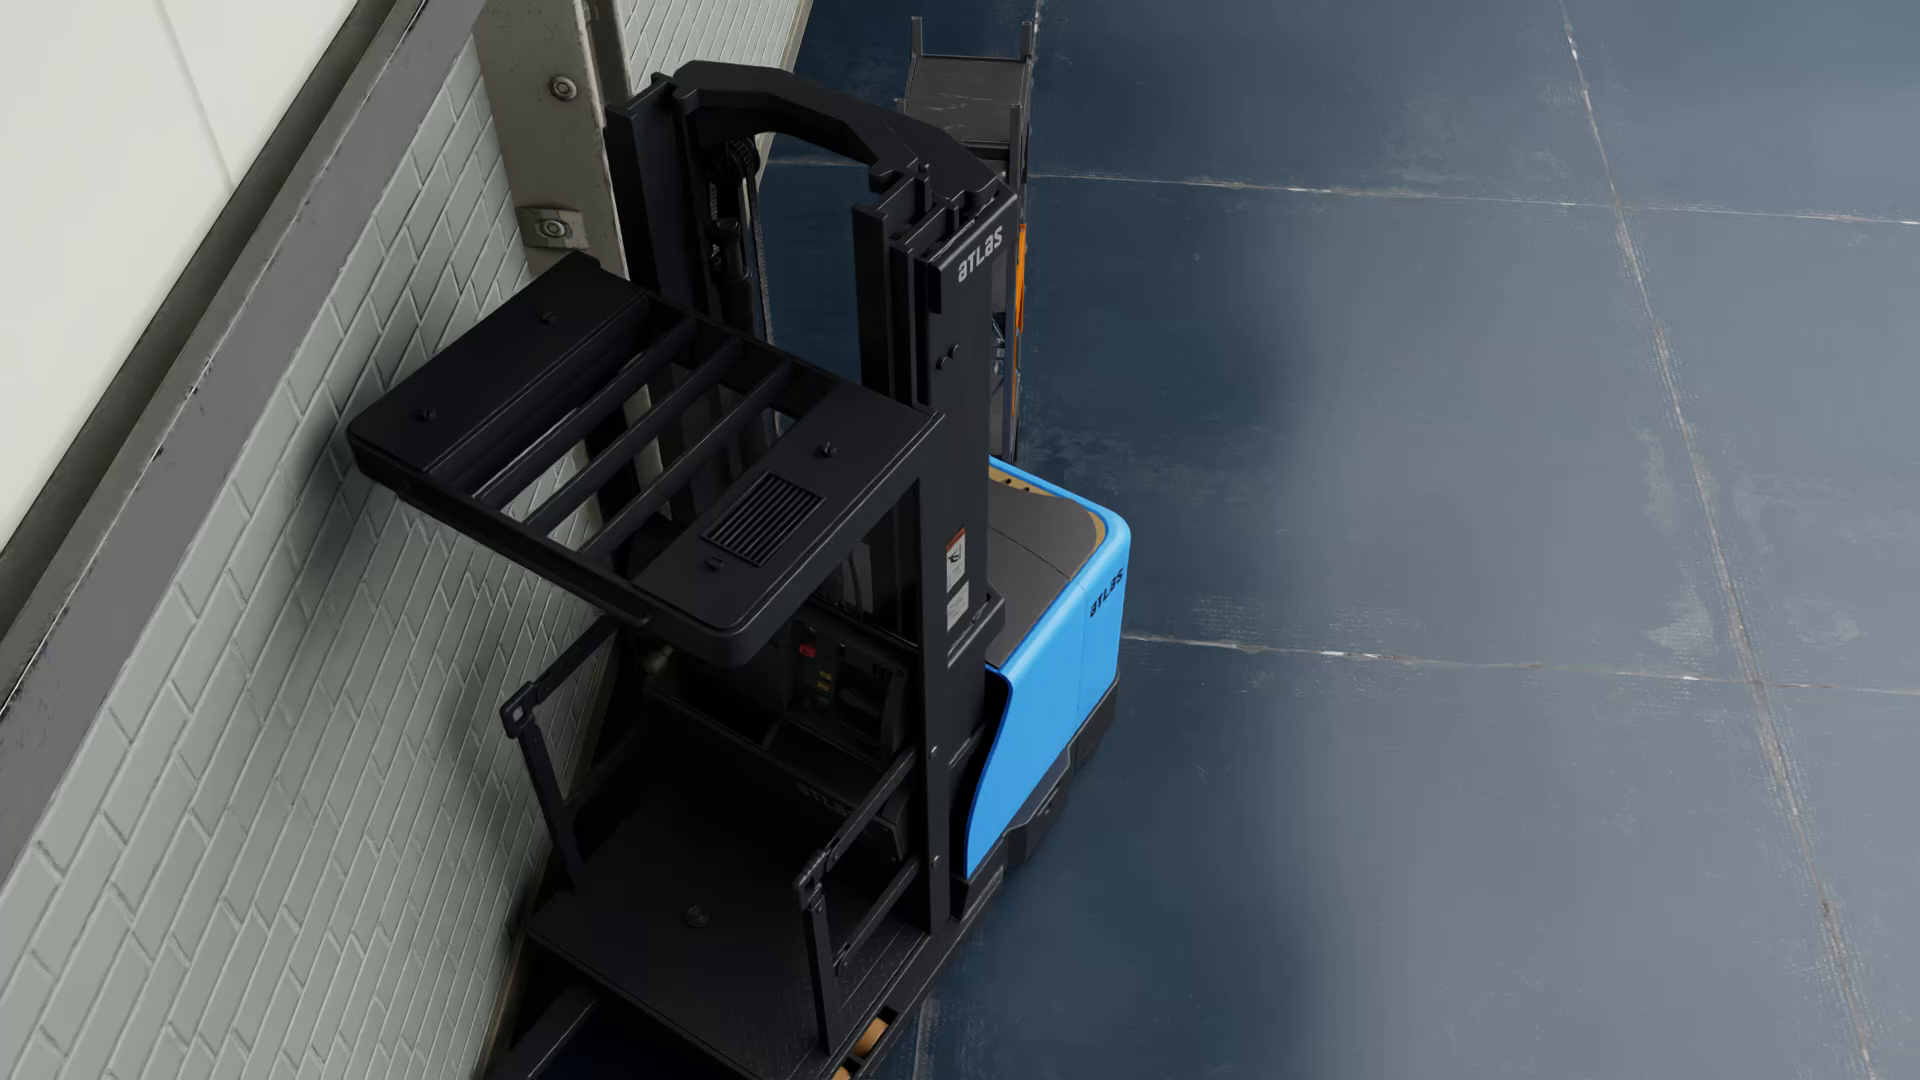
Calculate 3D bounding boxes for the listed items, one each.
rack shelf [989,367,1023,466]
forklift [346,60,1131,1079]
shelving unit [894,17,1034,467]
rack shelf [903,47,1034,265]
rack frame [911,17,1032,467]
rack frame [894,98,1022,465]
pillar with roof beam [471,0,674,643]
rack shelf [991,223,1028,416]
[{"bbox_3d":[0.015,-0.349,6.639,0.431,0.518,0.480,4,48,4],"label":"rack shelf"},{"bbox_3d":[-0.653,0.390,4.433,1.130,2.935,3.031,26,52,22],"label":"forklift"},{"bbox_3d":[0.015,-0.830,6.112,0.431,2.100,0.503,4,48,4],"label":"shelving unit"},{"bbox_3d":[0.015,-1.294,5.606,0.431,0.518,0.480,4,48,4],"label":"rack shelf"},{"bbox_3d":[0.037,-1.010,6.276,0.400,2.100,0.015,4,48,4],"label":"rack frame"},{"bbox_3d":[-0.007,-0.651,5.948,0.400,2.100,0.015,4,48,4],"label":"rack frame"},{"bbox_3d":[3.134,-2.489,2.954,9.100,9.000,0.400,4,48,4],"label":"pillar with roof beam"},{"bbox_3d":[0.015,-0.821,6.122,0.431,0.518,0.480,4,48,4],"label":"rack shelf"}]
